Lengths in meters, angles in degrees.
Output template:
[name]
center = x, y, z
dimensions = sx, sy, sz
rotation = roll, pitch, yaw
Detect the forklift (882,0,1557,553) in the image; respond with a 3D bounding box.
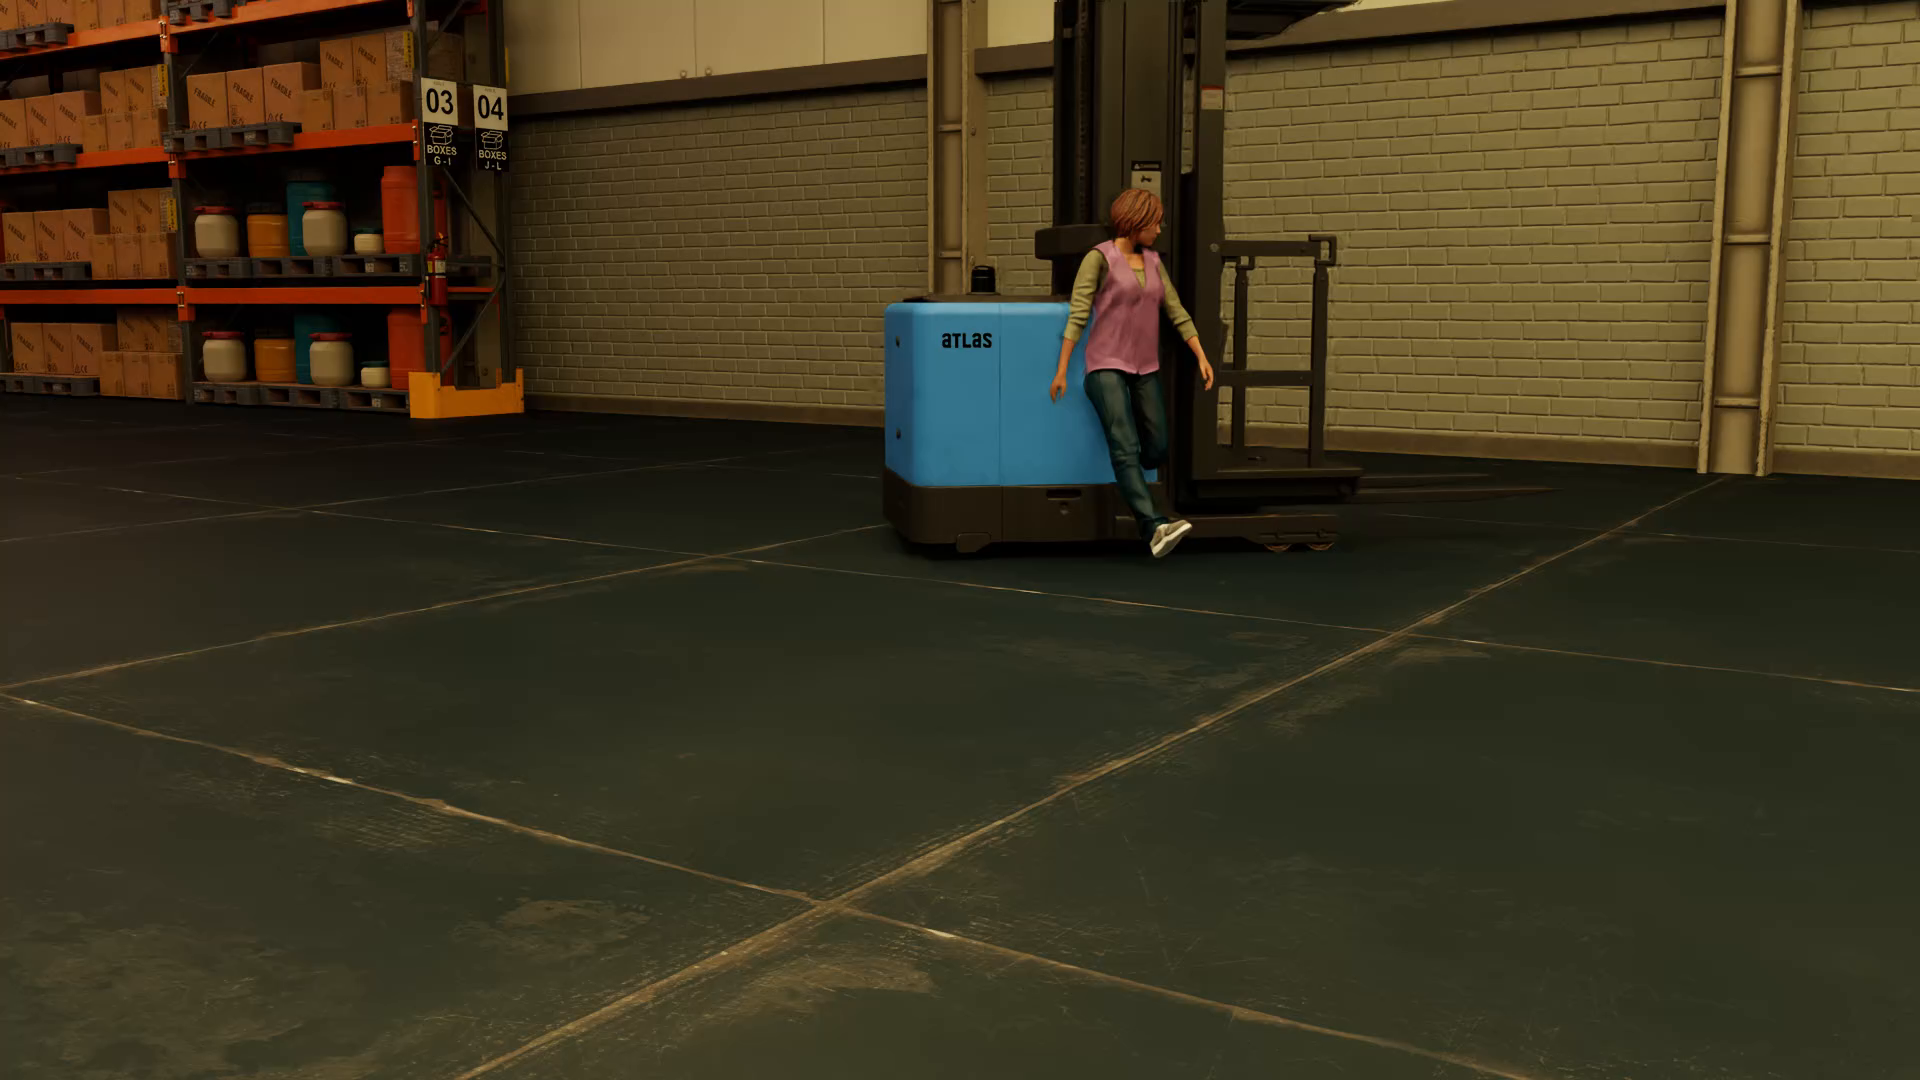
[forklift]
center = 1.201, -1.471, 7.538
dimensions = 3.031, 2.935, 1.130
rotation = -1, 8, -10

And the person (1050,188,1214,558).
[person]
center = 0.729, -0.700, 6.943
dimensions = 0.589, 1.505, 0.862
rotation = -5, 10, -34
